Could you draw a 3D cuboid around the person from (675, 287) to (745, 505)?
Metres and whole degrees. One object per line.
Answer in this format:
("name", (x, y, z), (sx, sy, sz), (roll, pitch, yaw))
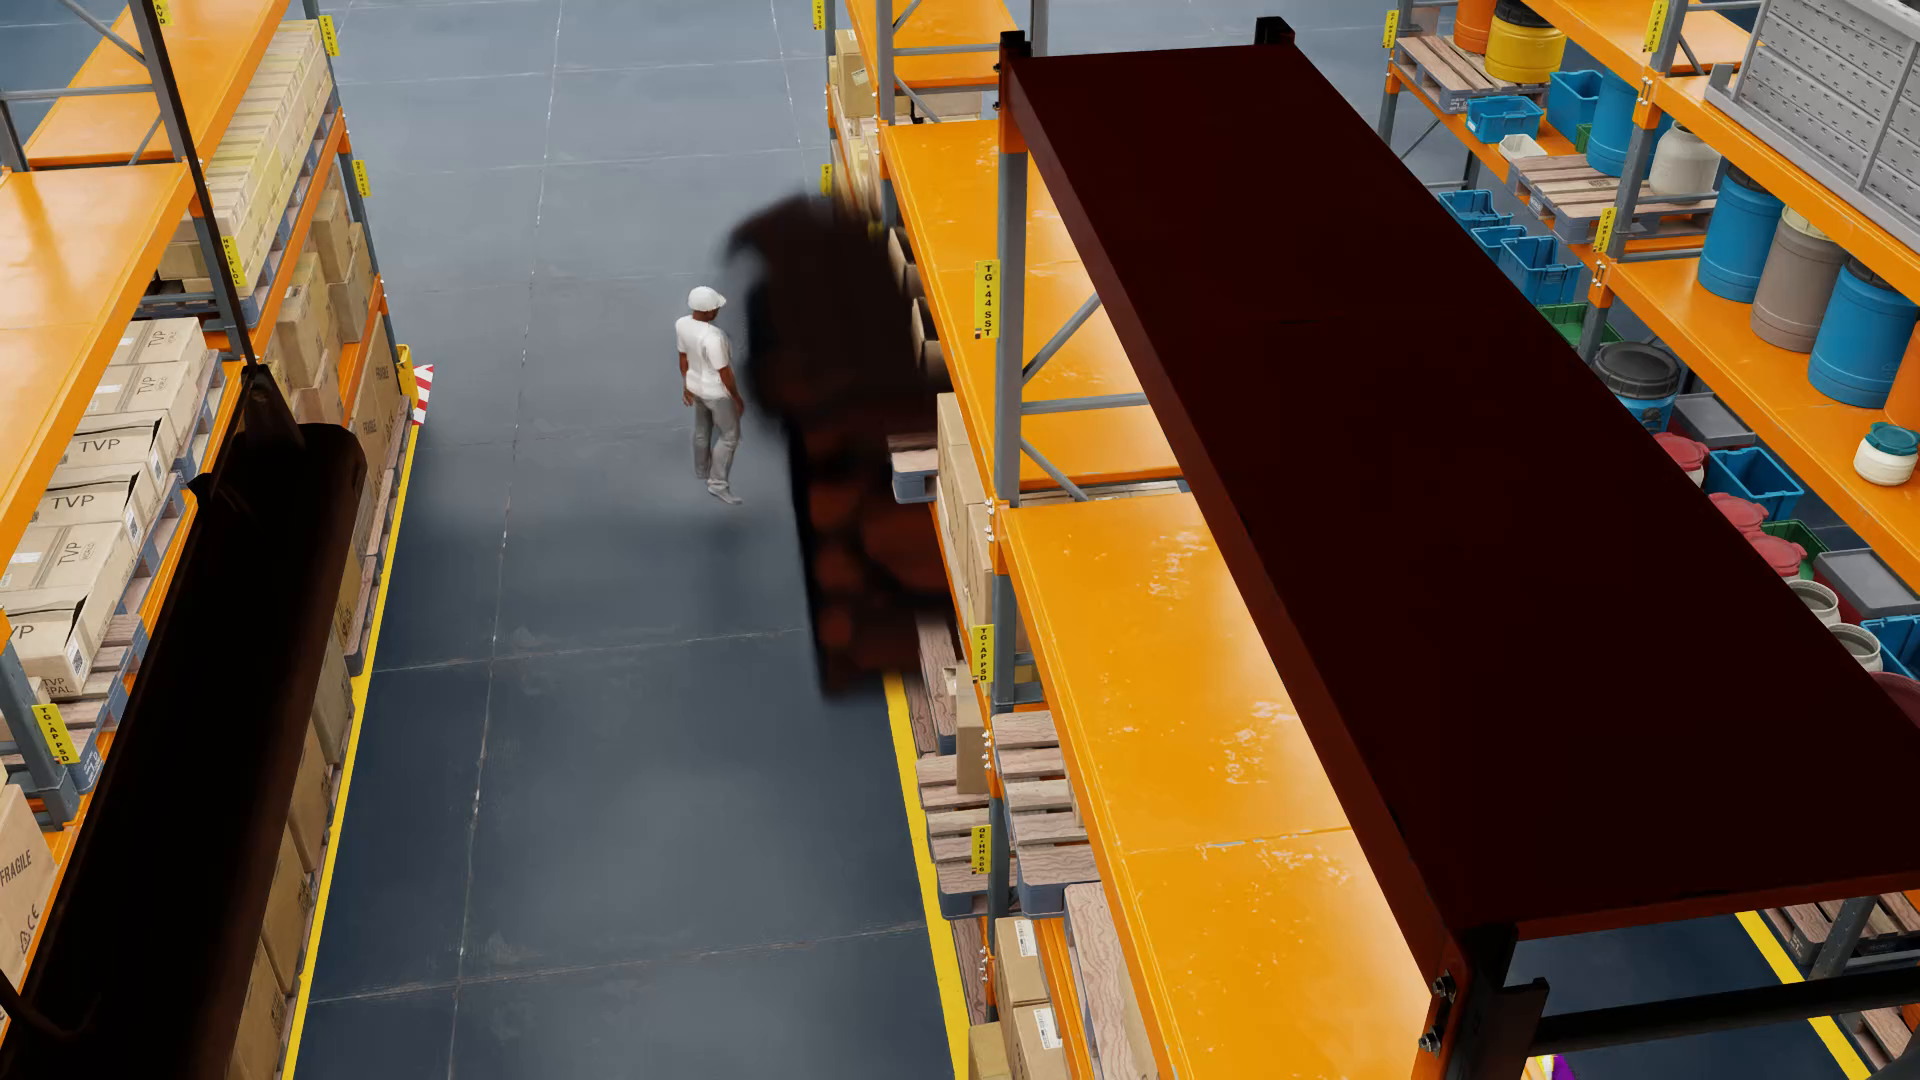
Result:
("person", (-1.963, -1.145, 13.041), (0.405, 1.837, 0.595), (-27, 44, -32))

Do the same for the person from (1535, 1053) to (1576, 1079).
("person", (2.592, 2.851, 8.138), (0.706, 1.739, 1.003), (-5, 37, -6))
